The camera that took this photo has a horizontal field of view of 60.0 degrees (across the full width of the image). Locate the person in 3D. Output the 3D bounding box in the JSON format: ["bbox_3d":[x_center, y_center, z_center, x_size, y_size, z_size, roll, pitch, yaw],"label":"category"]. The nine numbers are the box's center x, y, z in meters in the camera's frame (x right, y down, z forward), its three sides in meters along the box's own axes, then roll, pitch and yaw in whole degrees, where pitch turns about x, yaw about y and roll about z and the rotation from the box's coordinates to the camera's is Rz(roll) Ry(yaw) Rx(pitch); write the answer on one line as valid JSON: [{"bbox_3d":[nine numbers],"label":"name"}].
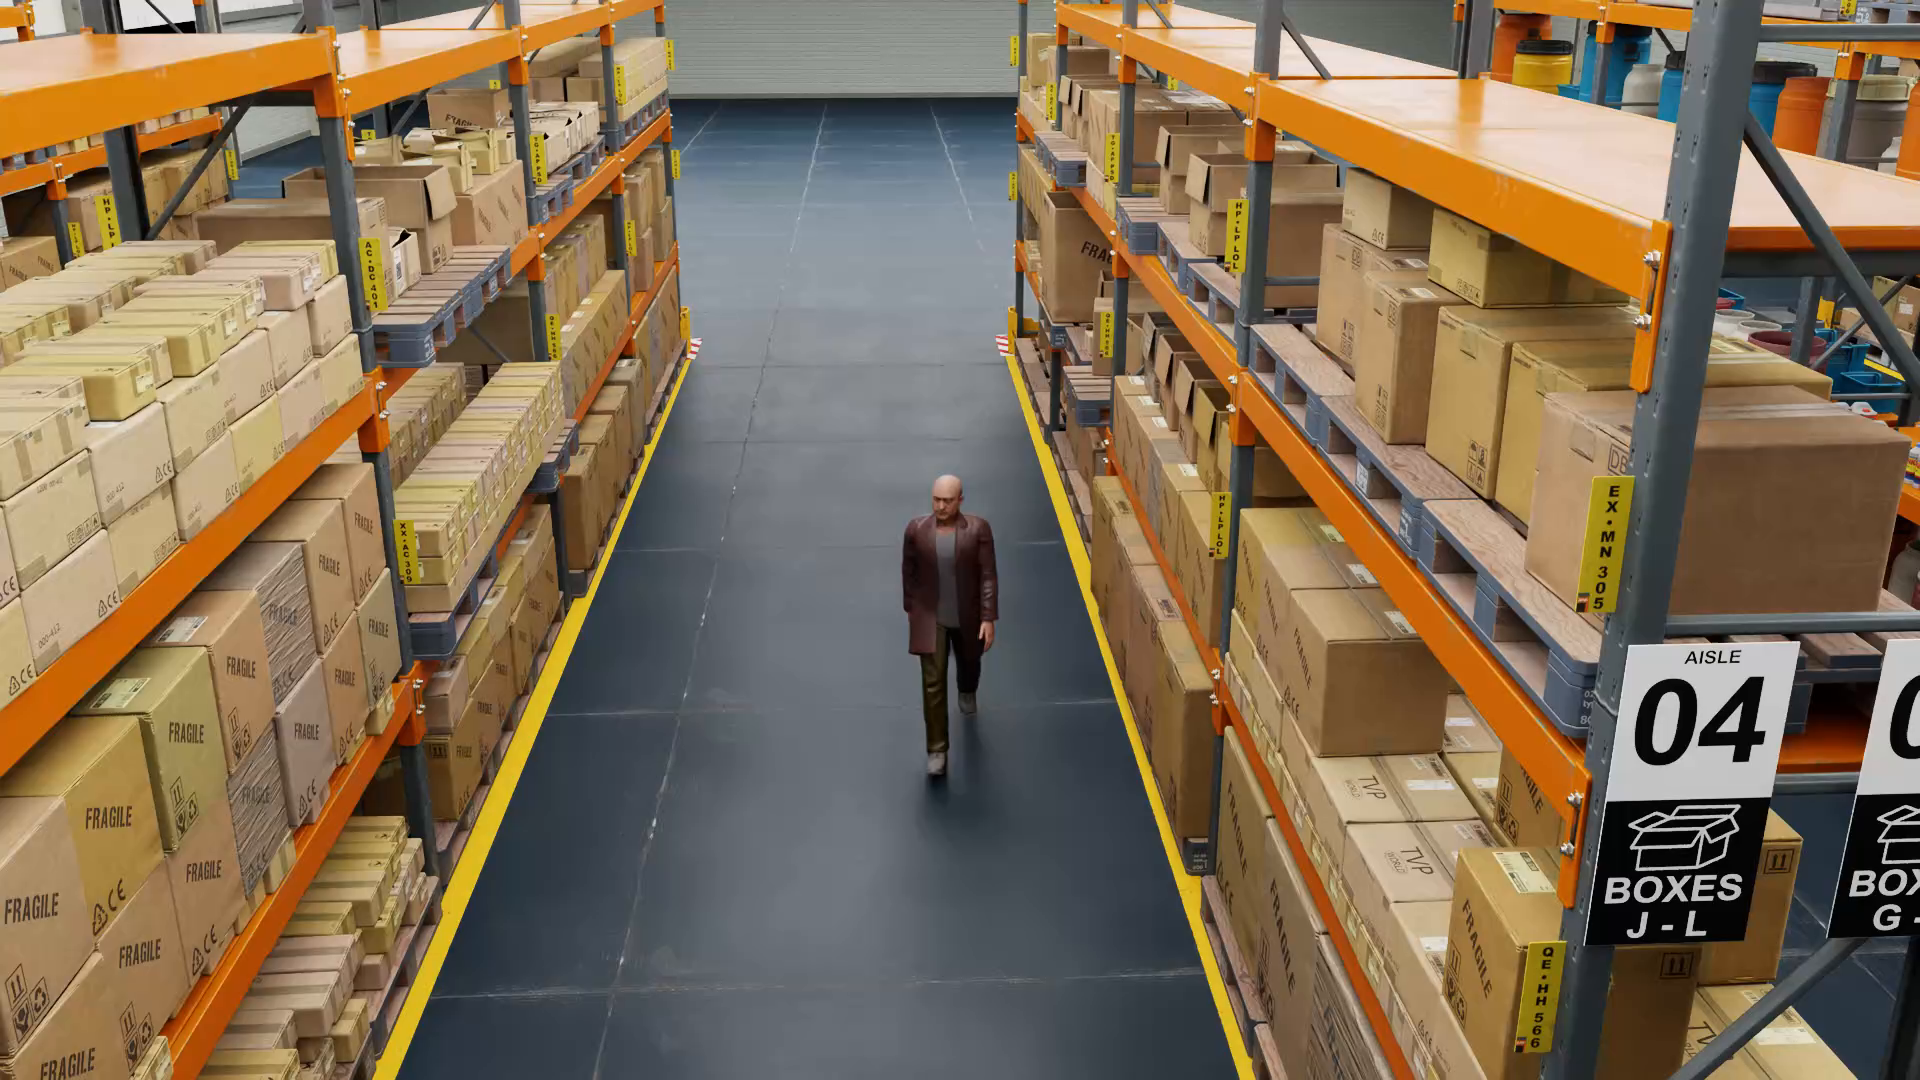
[{"bbox_3d":[-0.061,0.425,9.931,0.576,1.733,1.132,0,20,0],"label":"person"}]
